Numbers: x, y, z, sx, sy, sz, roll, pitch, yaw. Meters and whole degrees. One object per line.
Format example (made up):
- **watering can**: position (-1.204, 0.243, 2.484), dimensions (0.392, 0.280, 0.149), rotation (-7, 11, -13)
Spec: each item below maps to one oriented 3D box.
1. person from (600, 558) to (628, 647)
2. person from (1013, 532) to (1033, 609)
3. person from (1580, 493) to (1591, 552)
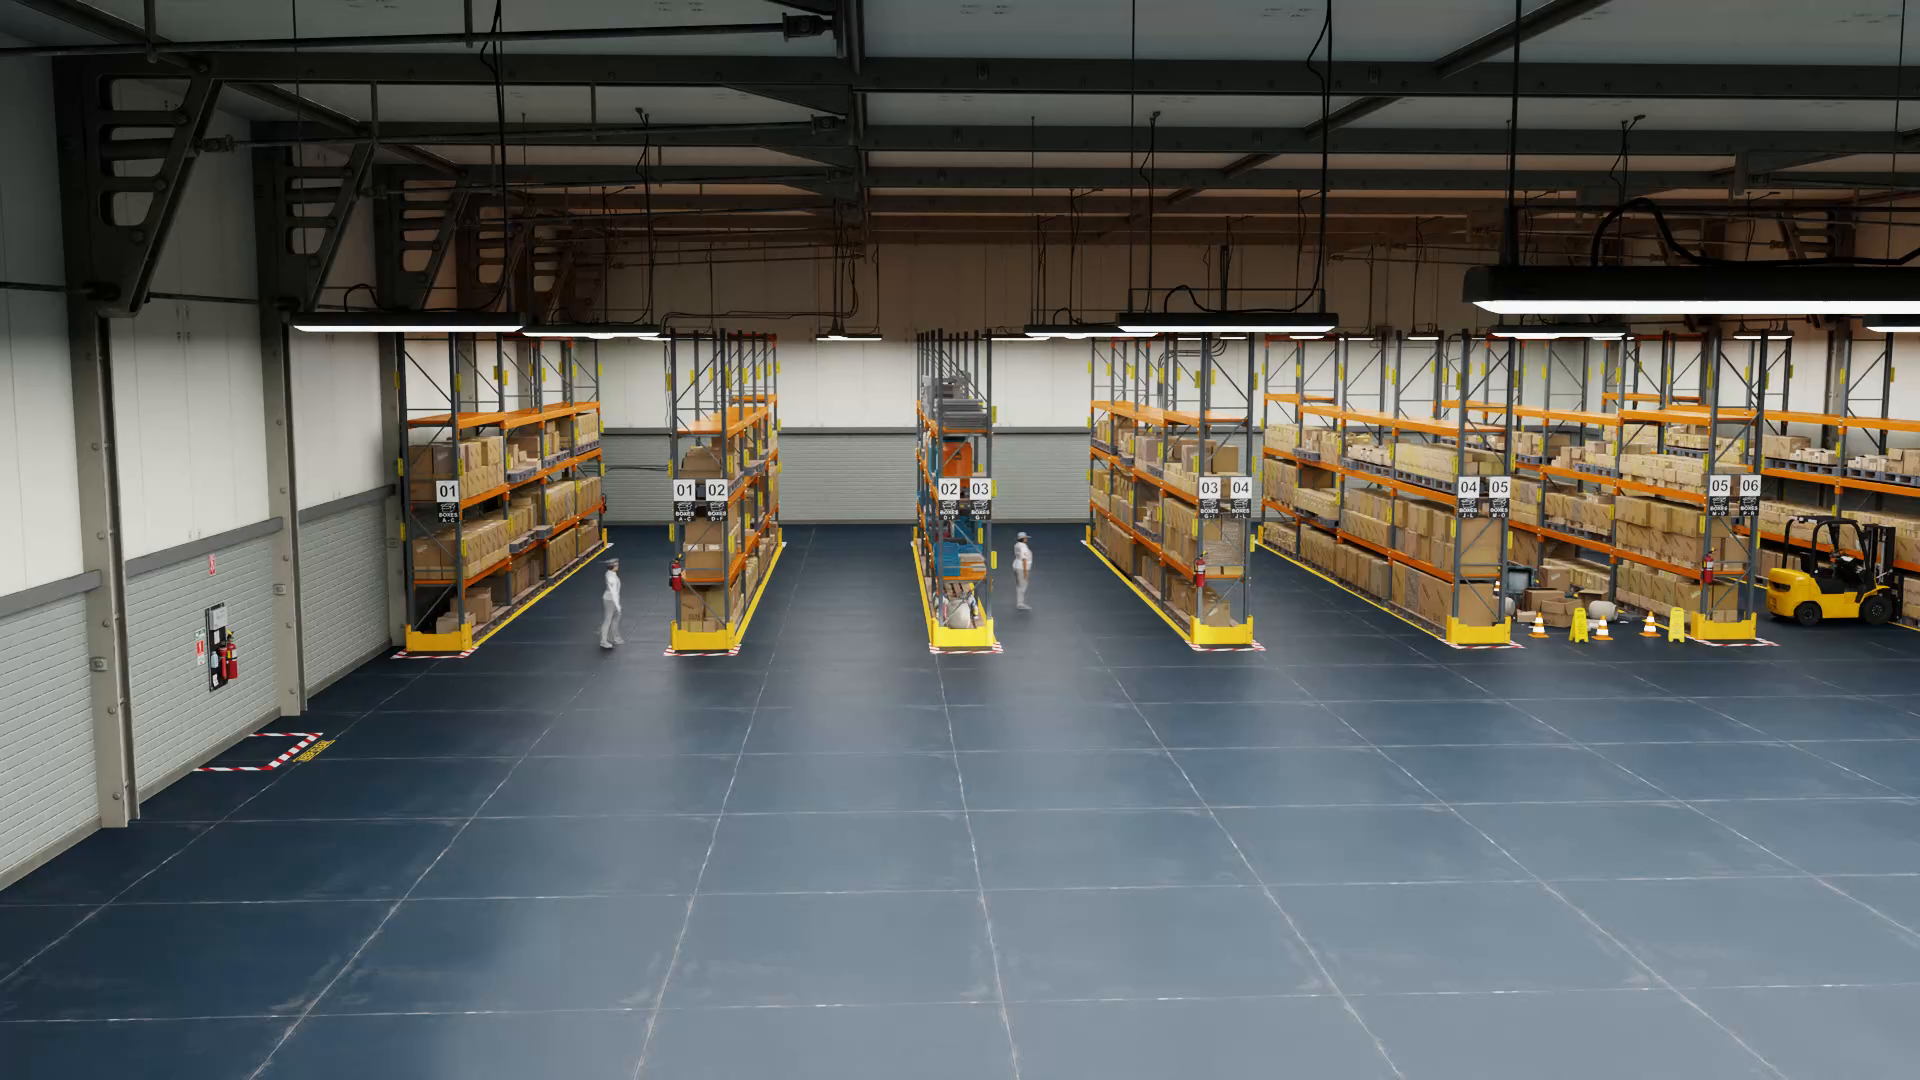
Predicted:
- **person**: position (-6.601, 1.197, 31.585), dimensions (0.475, 1.714, 0.605), rotation (0, 7, -3)
- **person**: position (1.360, 0.661, 35.964), dimensions (0.386, 1.669, 0.547), rotation (-2, 7, -14)
- **person**: position (17.226, -0.461, 45.882), dimensions (0.485, 1.715, 0.493), rotation (2, 7, 17)
